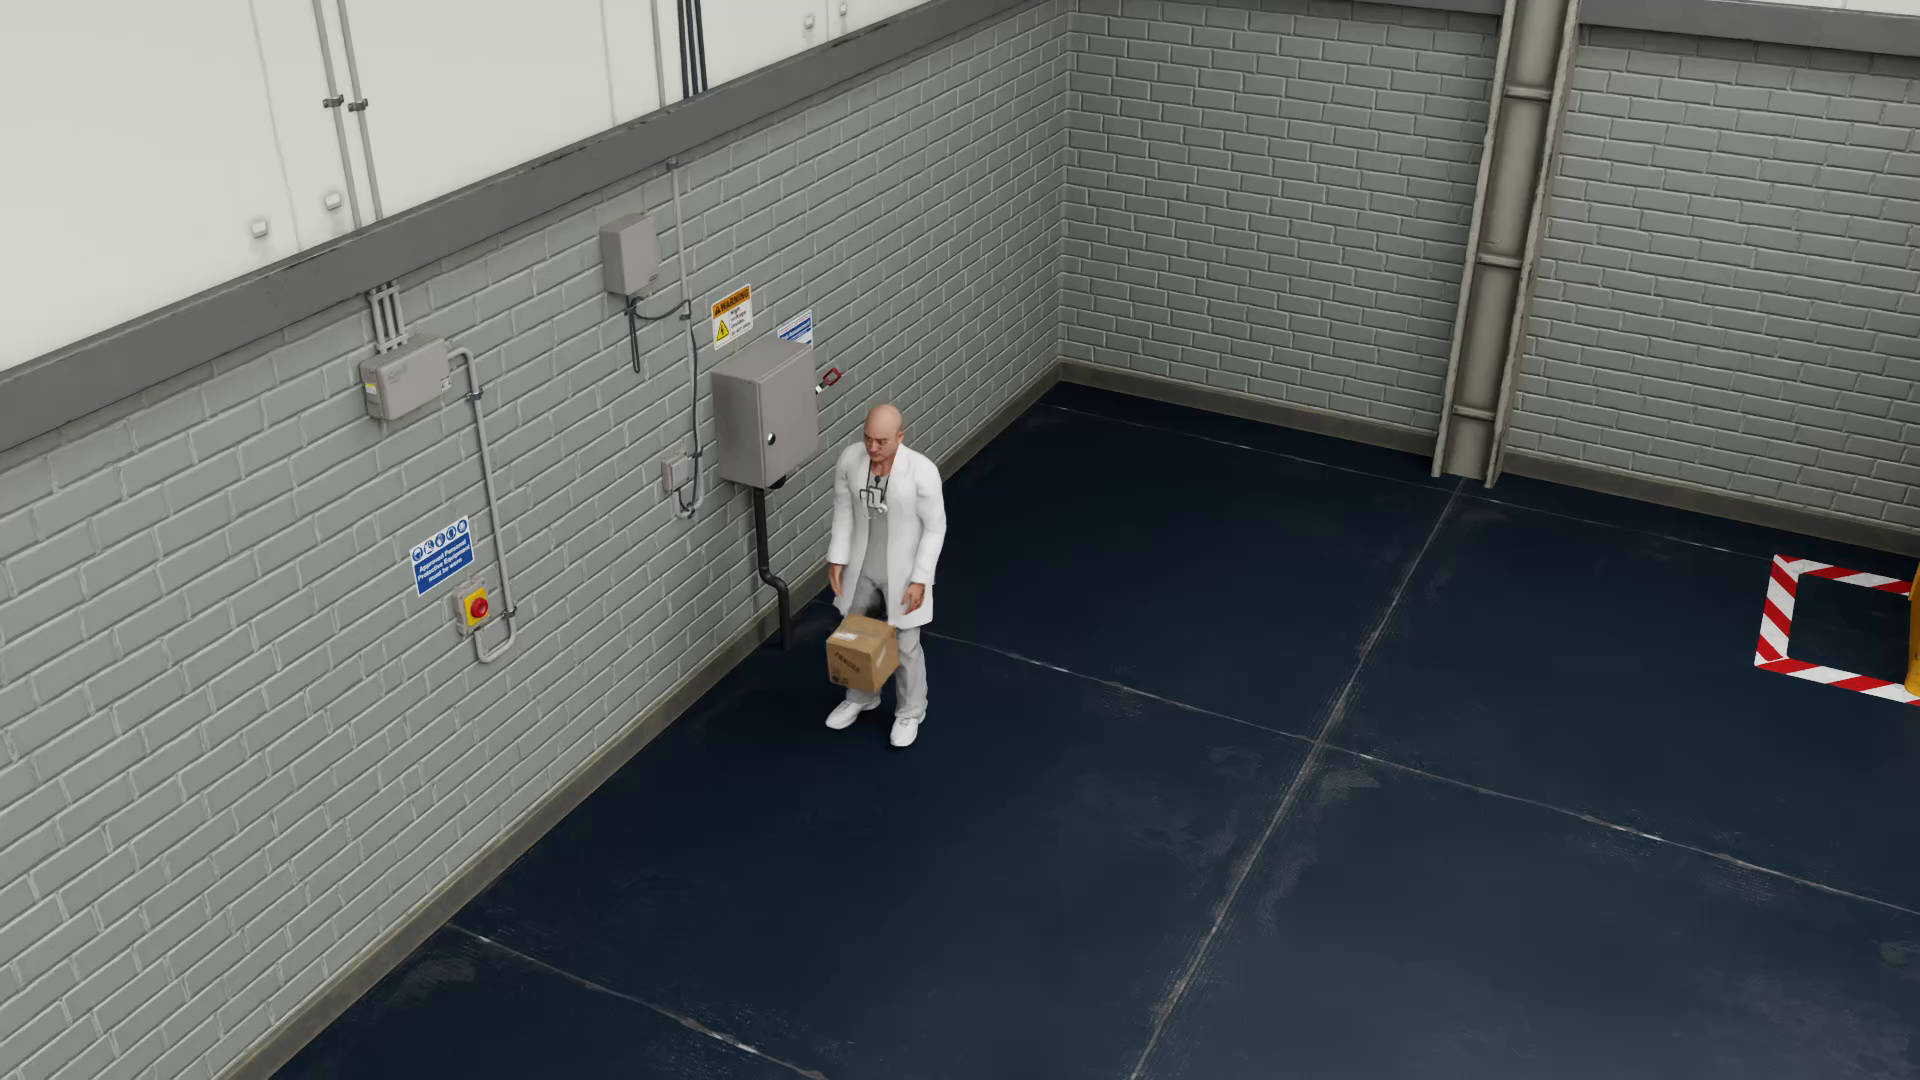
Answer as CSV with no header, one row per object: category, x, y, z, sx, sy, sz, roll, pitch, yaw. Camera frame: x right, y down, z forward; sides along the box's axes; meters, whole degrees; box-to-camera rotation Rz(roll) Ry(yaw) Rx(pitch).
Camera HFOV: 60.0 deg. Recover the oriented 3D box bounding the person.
person,-0.361,0.154,8.039,0.589,1.778,0.424,13,32,22
